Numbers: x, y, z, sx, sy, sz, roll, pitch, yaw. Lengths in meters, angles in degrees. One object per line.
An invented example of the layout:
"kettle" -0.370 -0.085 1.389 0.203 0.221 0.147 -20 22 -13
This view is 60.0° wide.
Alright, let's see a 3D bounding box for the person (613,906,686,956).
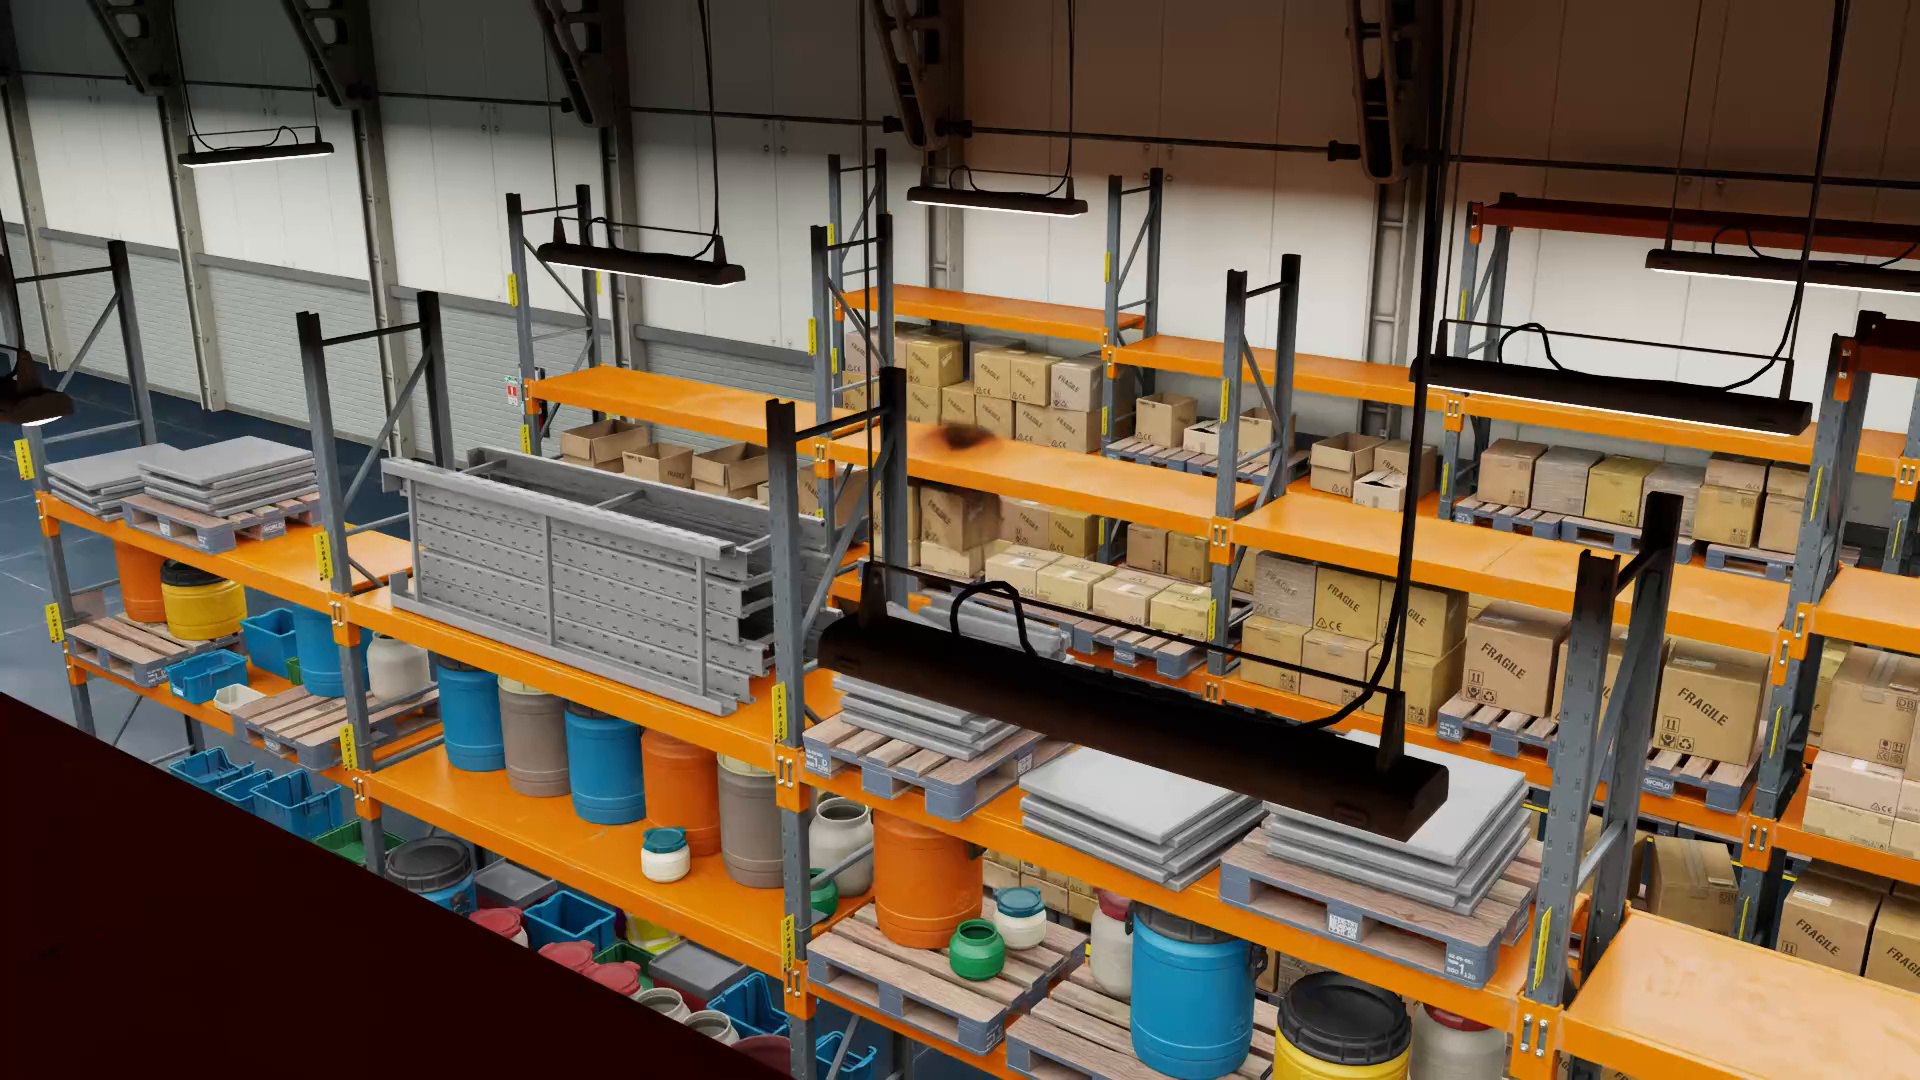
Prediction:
"person" -2.406 3.192 12.908 0.508 1.720 1.041 -14 23 -35
